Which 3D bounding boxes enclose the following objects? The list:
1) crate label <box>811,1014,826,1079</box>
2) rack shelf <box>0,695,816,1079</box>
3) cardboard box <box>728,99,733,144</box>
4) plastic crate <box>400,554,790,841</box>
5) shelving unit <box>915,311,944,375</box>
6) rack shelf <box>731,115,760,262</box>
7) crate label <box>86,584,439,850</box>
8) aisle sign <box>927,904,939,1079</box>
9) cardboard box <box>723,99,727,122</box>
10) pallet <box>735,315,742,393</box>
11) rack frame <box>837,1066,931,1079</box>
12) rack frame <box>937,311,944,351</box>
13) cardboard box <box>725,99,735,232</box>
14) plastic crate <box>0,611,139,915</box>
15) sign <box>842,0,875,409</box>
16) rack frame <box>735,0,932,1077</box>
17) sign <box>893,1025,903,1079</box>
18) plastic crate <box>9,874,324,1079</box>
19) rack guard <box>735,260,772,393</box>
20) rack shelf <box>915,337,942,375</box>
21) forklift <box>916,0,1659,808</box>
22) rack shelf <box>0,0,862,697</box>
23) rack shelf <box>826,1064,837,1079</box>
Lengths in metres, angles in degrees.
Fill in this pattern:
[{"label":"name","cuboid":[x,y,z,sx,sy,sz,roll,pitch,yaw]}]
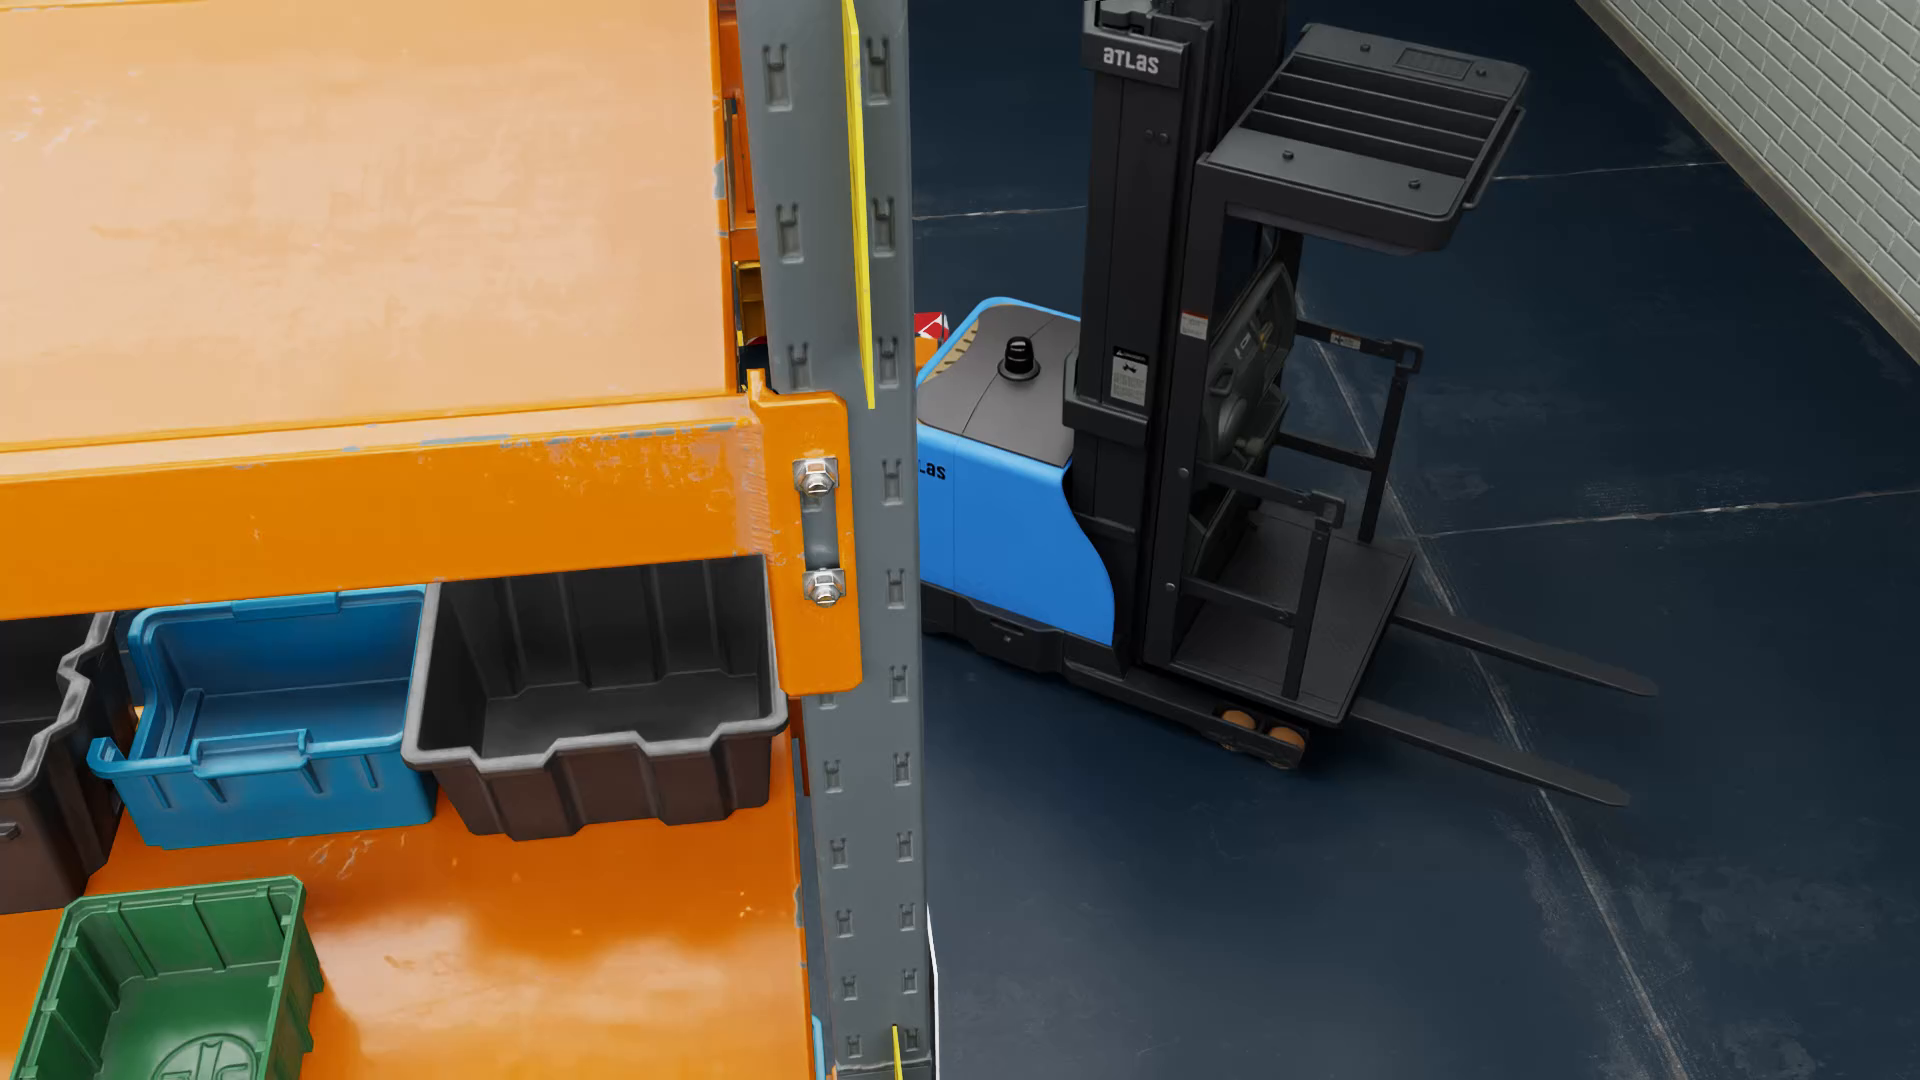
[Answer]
[{"label":"crate label","cuboid":[-0.453,1.329,3.833,0.303,0.233,0.416,-5,42,-6]},{"label":"rack shelf","cuboid":[-2.148,0.813,2.622,4.000,0.370,1.077,-5,42,-6]},{"label":"cardboard box","cuboid":[-1.278,-1.978,7.343,0.500,0.500,0.500,-4,42,-5]},{"label":"plastic crate","cuboid":[-0.583,0.269,2.785,0.590,0.269,0.497,-5,42,-6]},{"label":"shelving unit","cuboid":[-0.202,-0.508,7.245,0.252,1.050,0.215,4,42,4]},{"label":"rack shelf","cuboid":[-2.787,-1.363,7.274,4.000,0.370,1.077,-5,42,-6]},{"label":"crate label","cuboid":[-1.122,0.293,2.772,0.502,0.251,0.408,-5,42,-6]},{"label":"aisle sign","cuboid":[-0.056,0.709,2.499,0.004,0.787,0.394,-5,42,-6]},{"label":"cardboard box","cuboid":[-1.209,-1.991,6.612,0.500,0.500,0.500,-5,42,-6]},{"label":"pallet","cuboid":[-1.669,-0.692,8.075,1.213,0.211,1.003,-5,42,-6]},{"label":"rack frame","cuboid":[-0.165,1.486,3.578,0.127,3.000,1.000,-5,42,-6]},{"label":"rack frame","cuboid":[-0.080,-0.501,7.236,0.008,1.050,0.200,4,42,4]},{"label":"cardboard box","cuboid":[-1.212,-1.621,6.949,0.500,0.500,0.500,-4,42,-4]},{"label":"plastic crate","cuboid":[-1.716,0.345,2.649,0.767,0.338,0.504,-5,42,-6]},{"label":"sign","cuboid":[-0.078,-0.258,1.273,0.005,0.325,0.100,-5,42,-6]},{"label":"rack frame","cuboid":[-0.165,-0.742,1.569,0.127,3.000,1.000,-5,42,-6]},{"label":"sign","cuboid":[-0.078,0.775,2.205,0.005,0.325,0.100,-5,42,-6]},{"label":"plastic crate","cuboid":[-1.106,0.726,2.339,0.336,0.188,0.450,-5,42,-6]},{"label":"rack guard","cuboid":[-0.879,-0.869,8.055,0.348,0.500,1.175,-5,42,-6]},{"label":"rack shelf","cuboid":[-0.202,-0.711,7.062,0.240,0.259,0.215,4,42,4]},{"label":"forklift","cuboid":[1.229,-0.607,5.950,3.031,2.935,1.130,19,45,20]},{"label":"rack shelf","cuboid":[-2.148,-0.152,1.751,4.000,0.370,1.077,-5,42,-6]},{"label":"rack shelf","cuboid":[-2.148,1.927,3.626,4.000,0.370,1.077,-5,42,-6]}]
